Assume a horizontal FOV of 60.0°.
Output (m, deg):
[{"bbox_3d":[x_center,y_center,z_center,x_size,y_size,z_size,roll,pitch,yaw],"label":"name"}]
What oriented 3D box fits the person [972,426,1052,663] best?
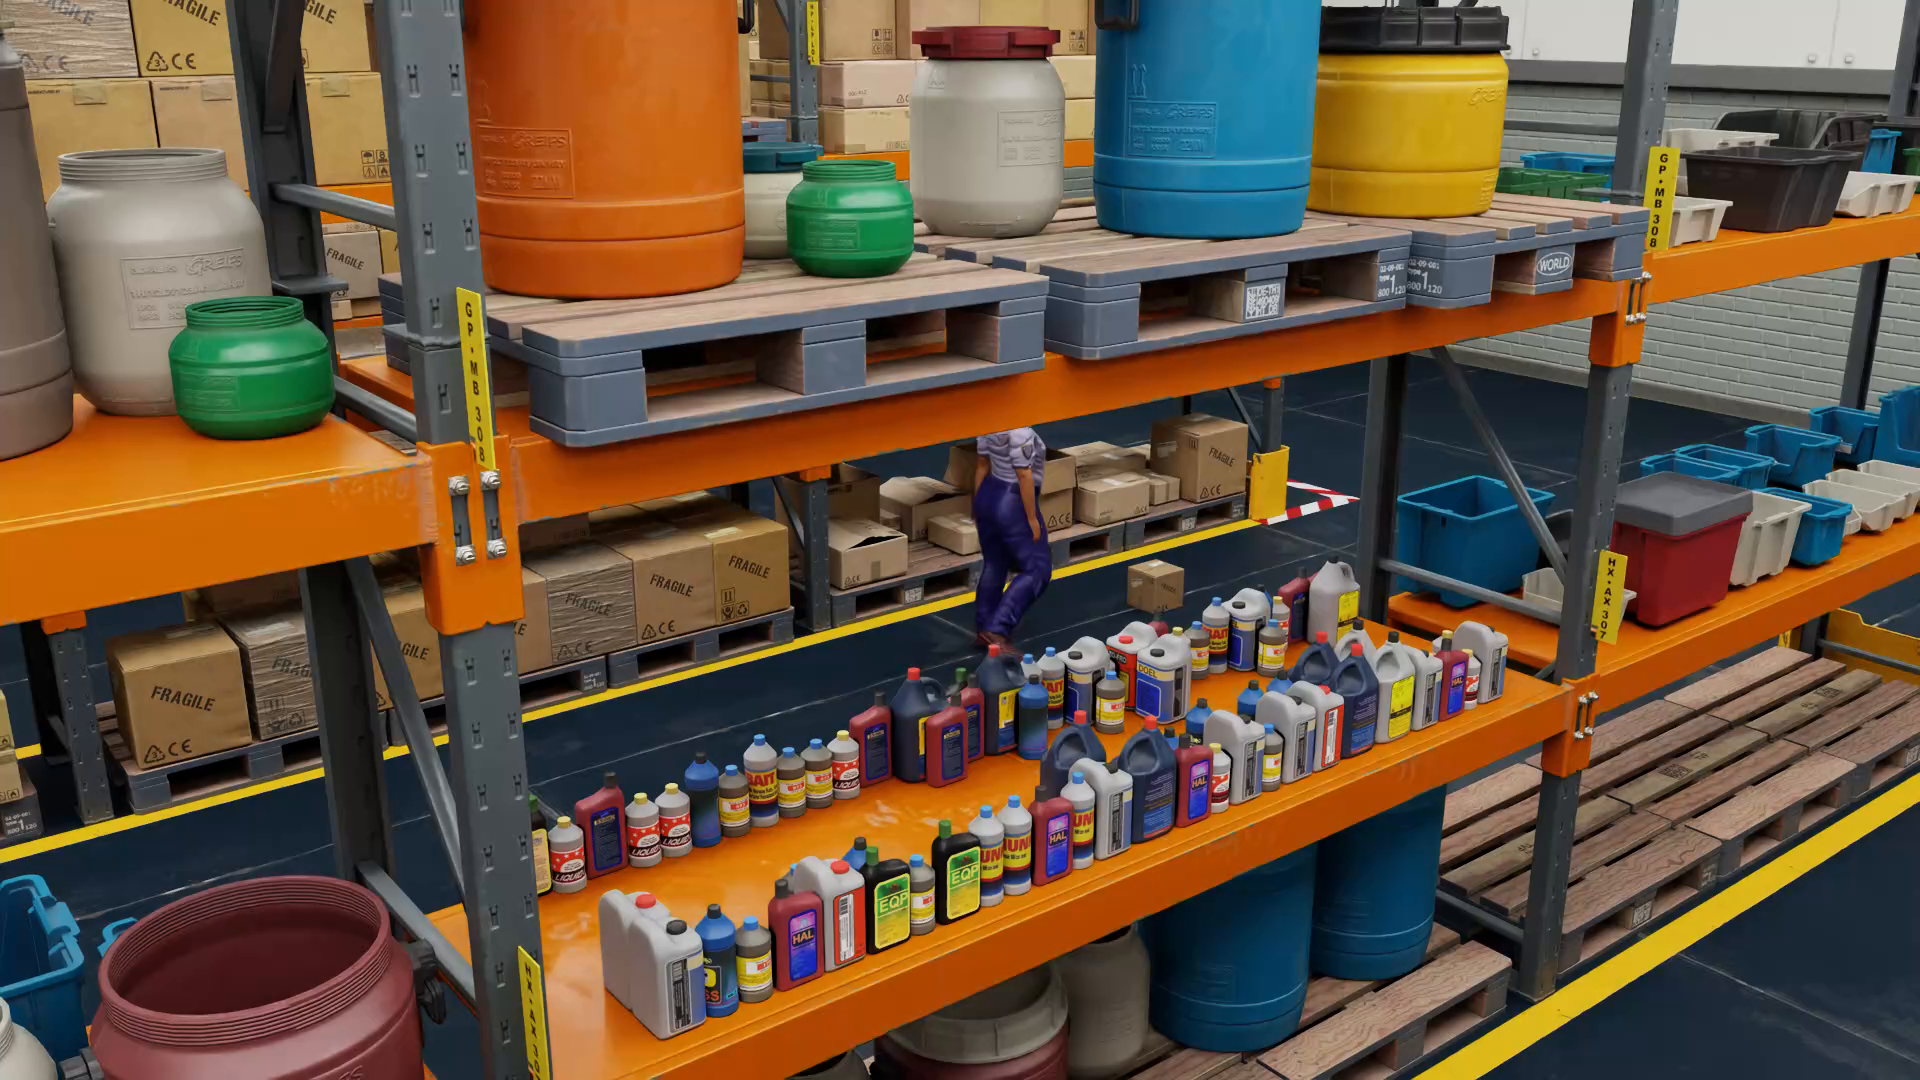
[{"bbox_3d":[0.264,-0.138,9.476,0.504,1.641,0.650,-10,21,-29],"label":"person"}]
